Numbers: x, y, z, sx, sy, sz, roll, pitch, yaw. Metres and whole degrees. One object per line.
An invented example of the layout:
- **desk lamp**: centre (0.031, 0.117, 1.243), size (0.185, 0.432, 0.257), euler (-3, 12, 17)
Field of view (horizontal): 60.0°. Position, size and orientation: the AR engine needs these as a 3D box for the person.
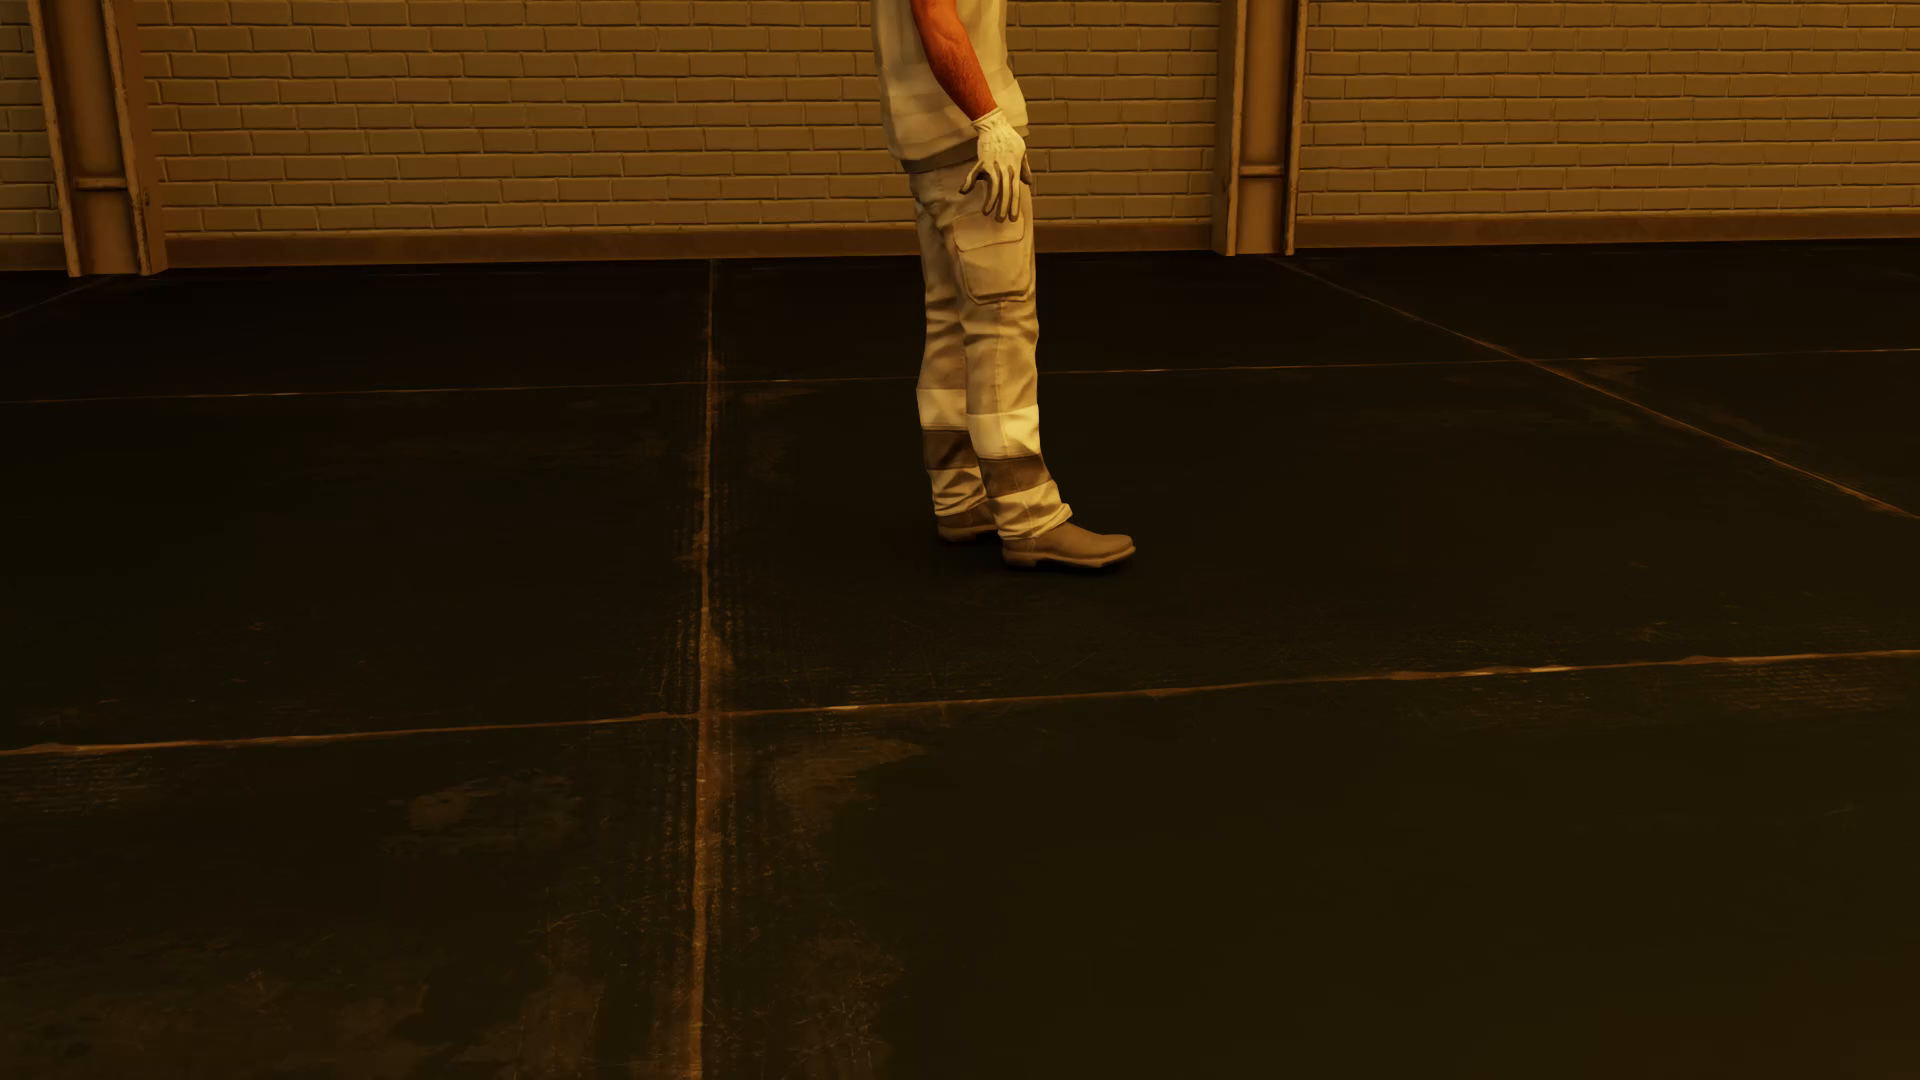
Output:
- **person**: centre (0.081, -0.863, 3.705), size (0.564, 1.787, 0.637), euler (-2, 17, -8)
